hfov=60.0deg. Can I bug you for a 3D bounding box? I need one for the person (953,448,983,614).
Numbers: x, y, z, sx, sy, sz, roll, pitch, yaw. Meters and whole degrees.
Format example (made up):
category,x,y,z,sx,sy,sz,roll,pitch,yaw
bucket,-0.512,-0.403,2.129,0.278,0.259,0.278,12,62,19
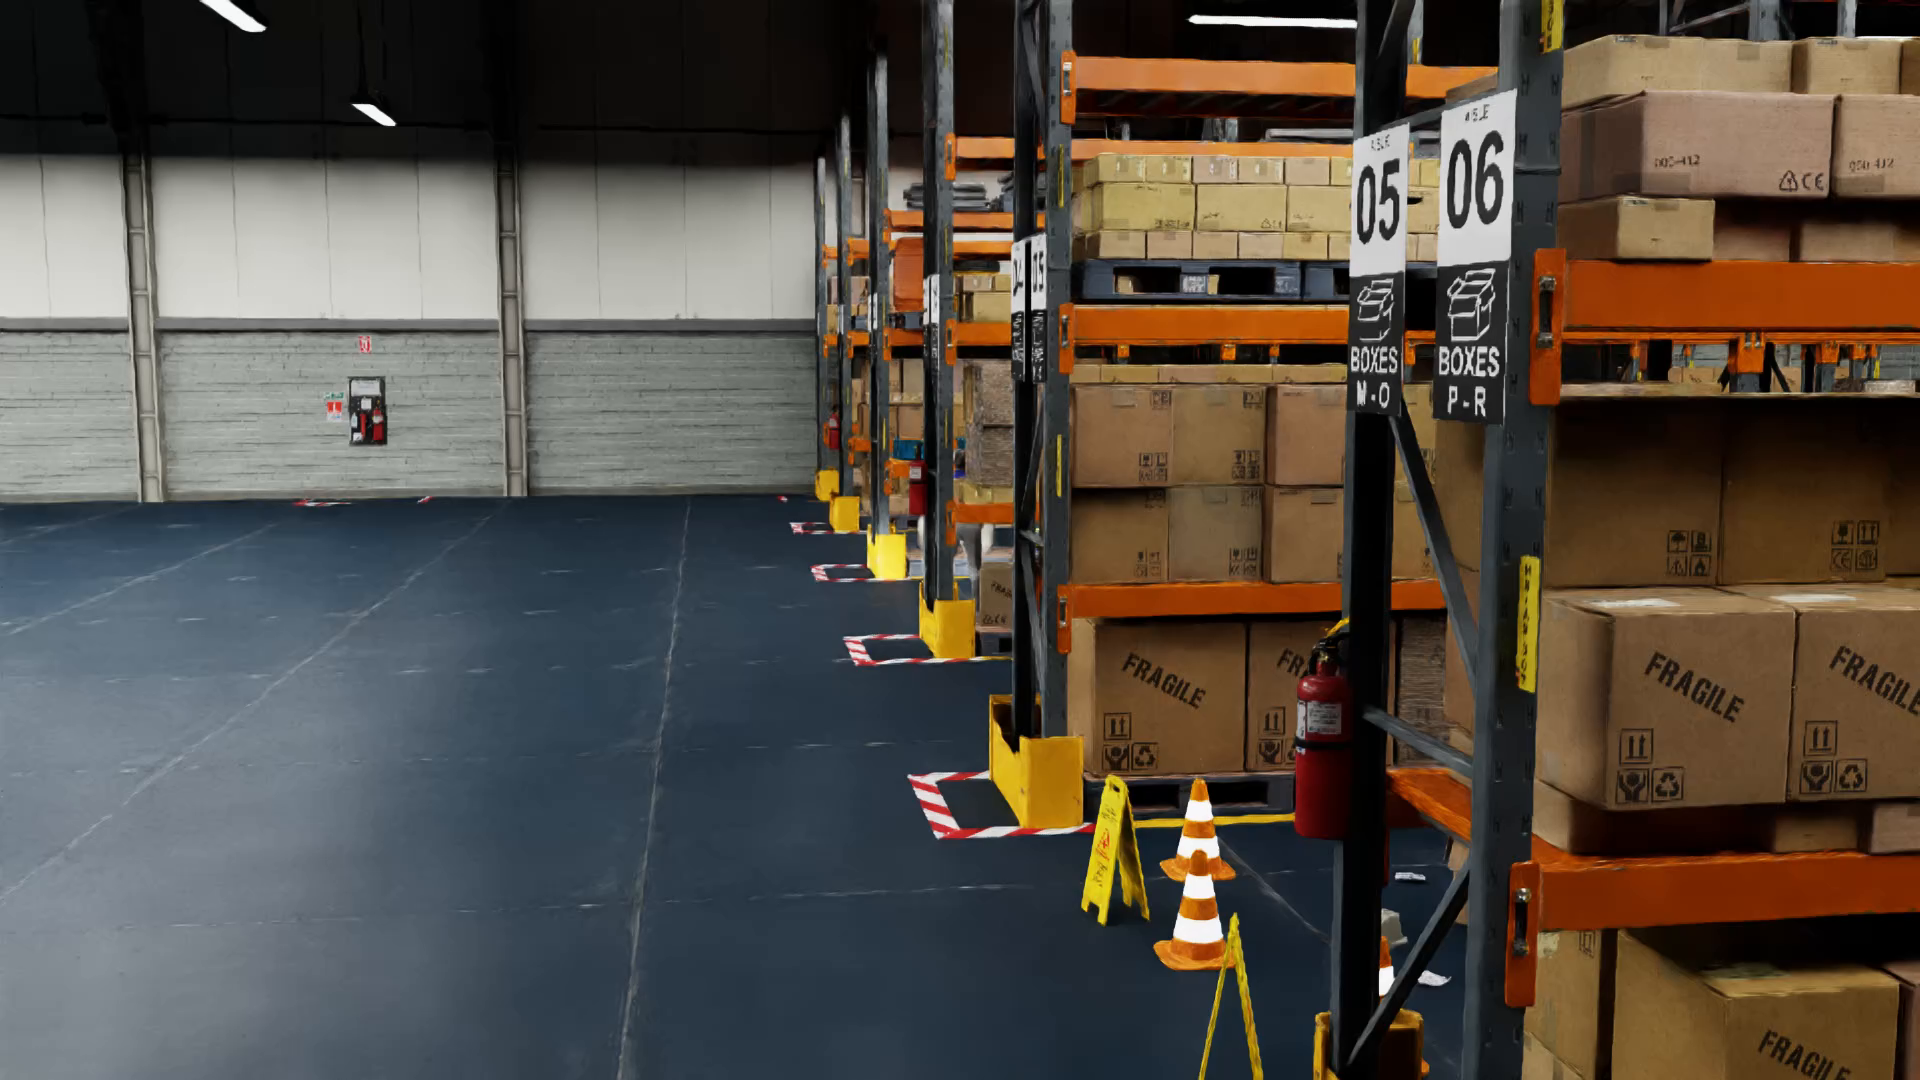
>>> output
category,x,y,z,sx,sy,sz,roll,pitch,yaw
person,-0.033,-0.049,15.858,0.580,1.659,0.575,0,7,-4
